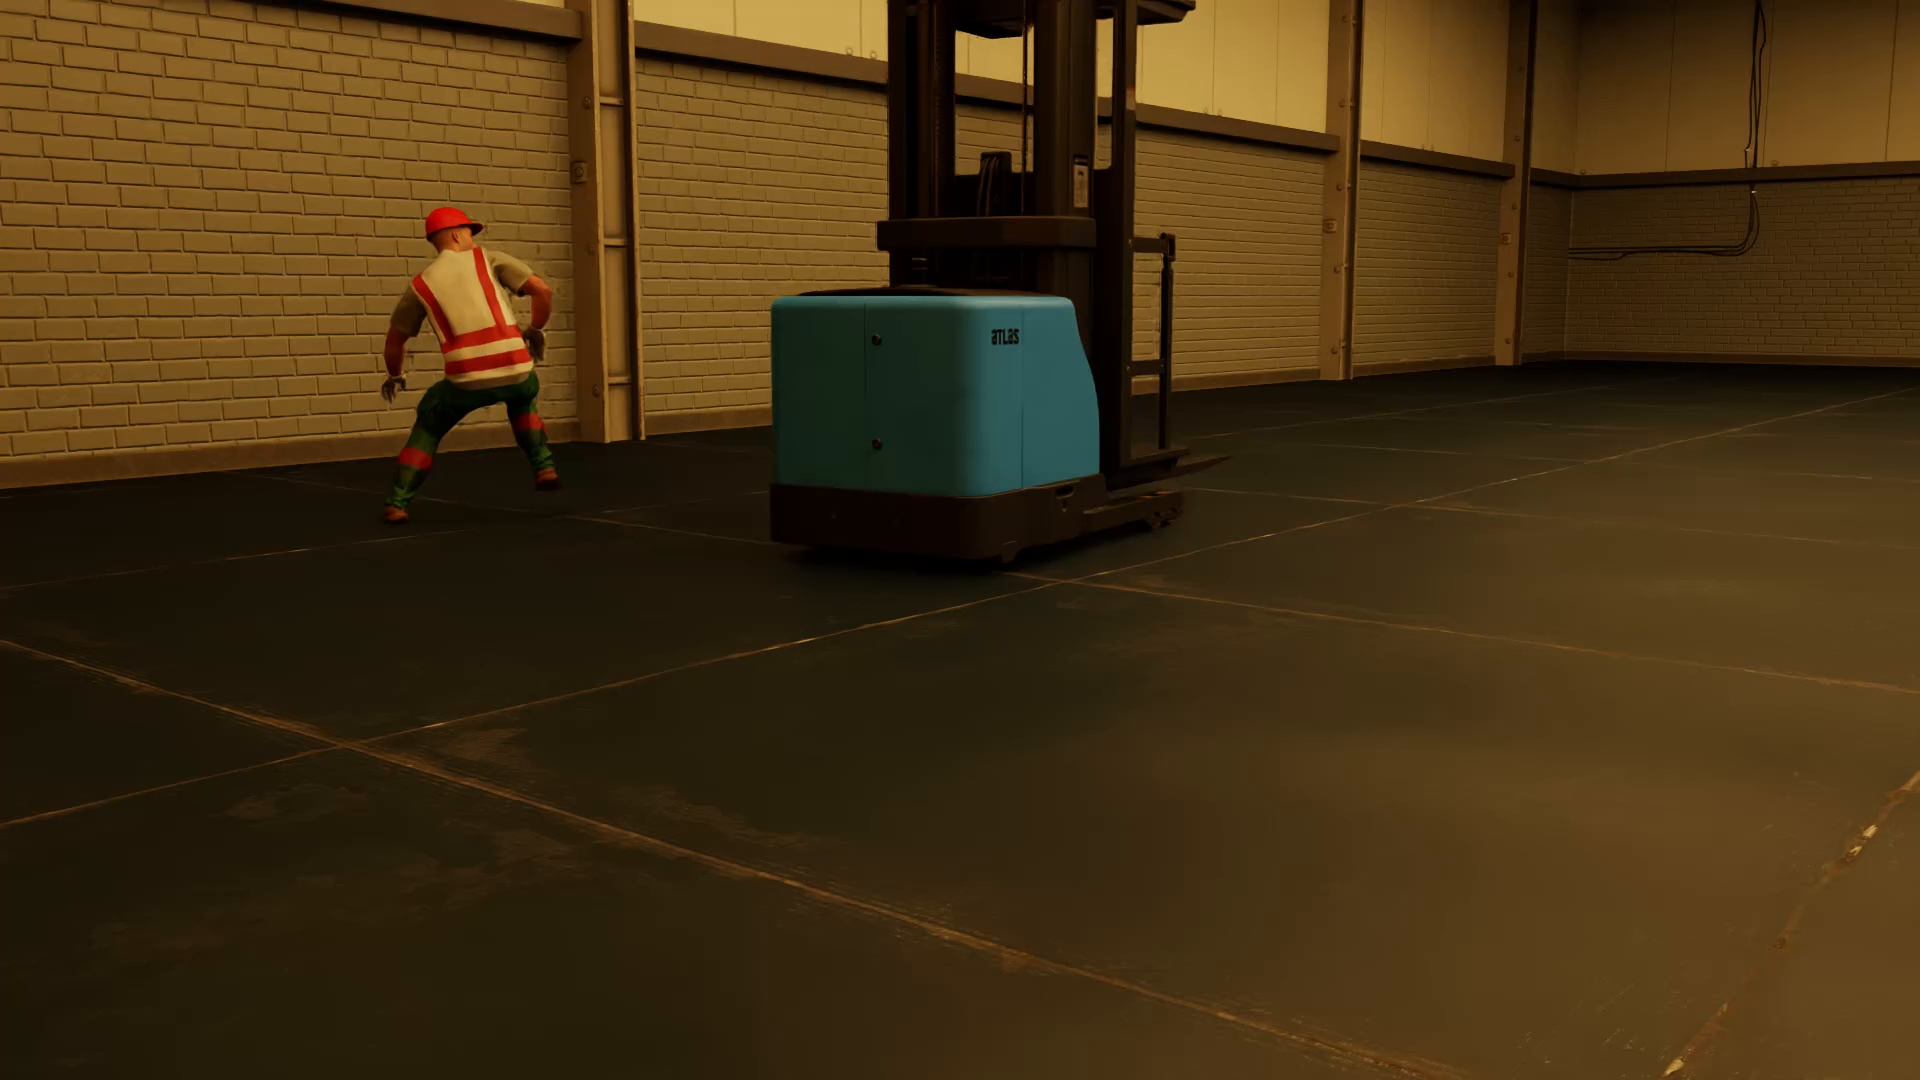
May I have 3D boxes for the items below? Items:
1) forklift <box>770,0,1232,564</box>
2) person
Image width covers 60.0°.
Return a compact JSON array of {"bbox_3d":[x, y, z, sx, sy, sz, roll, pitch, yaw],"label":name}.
[{"bbox_3d":[0.405,-1.526,7.711,1.130,2.935,3.031,5,10,31],"label":"forklift"},{"bbox_3d":[-2.407,-0.835,8.083,0.887,1.544,0.707,-3,9,-17],"label":"person"}]
